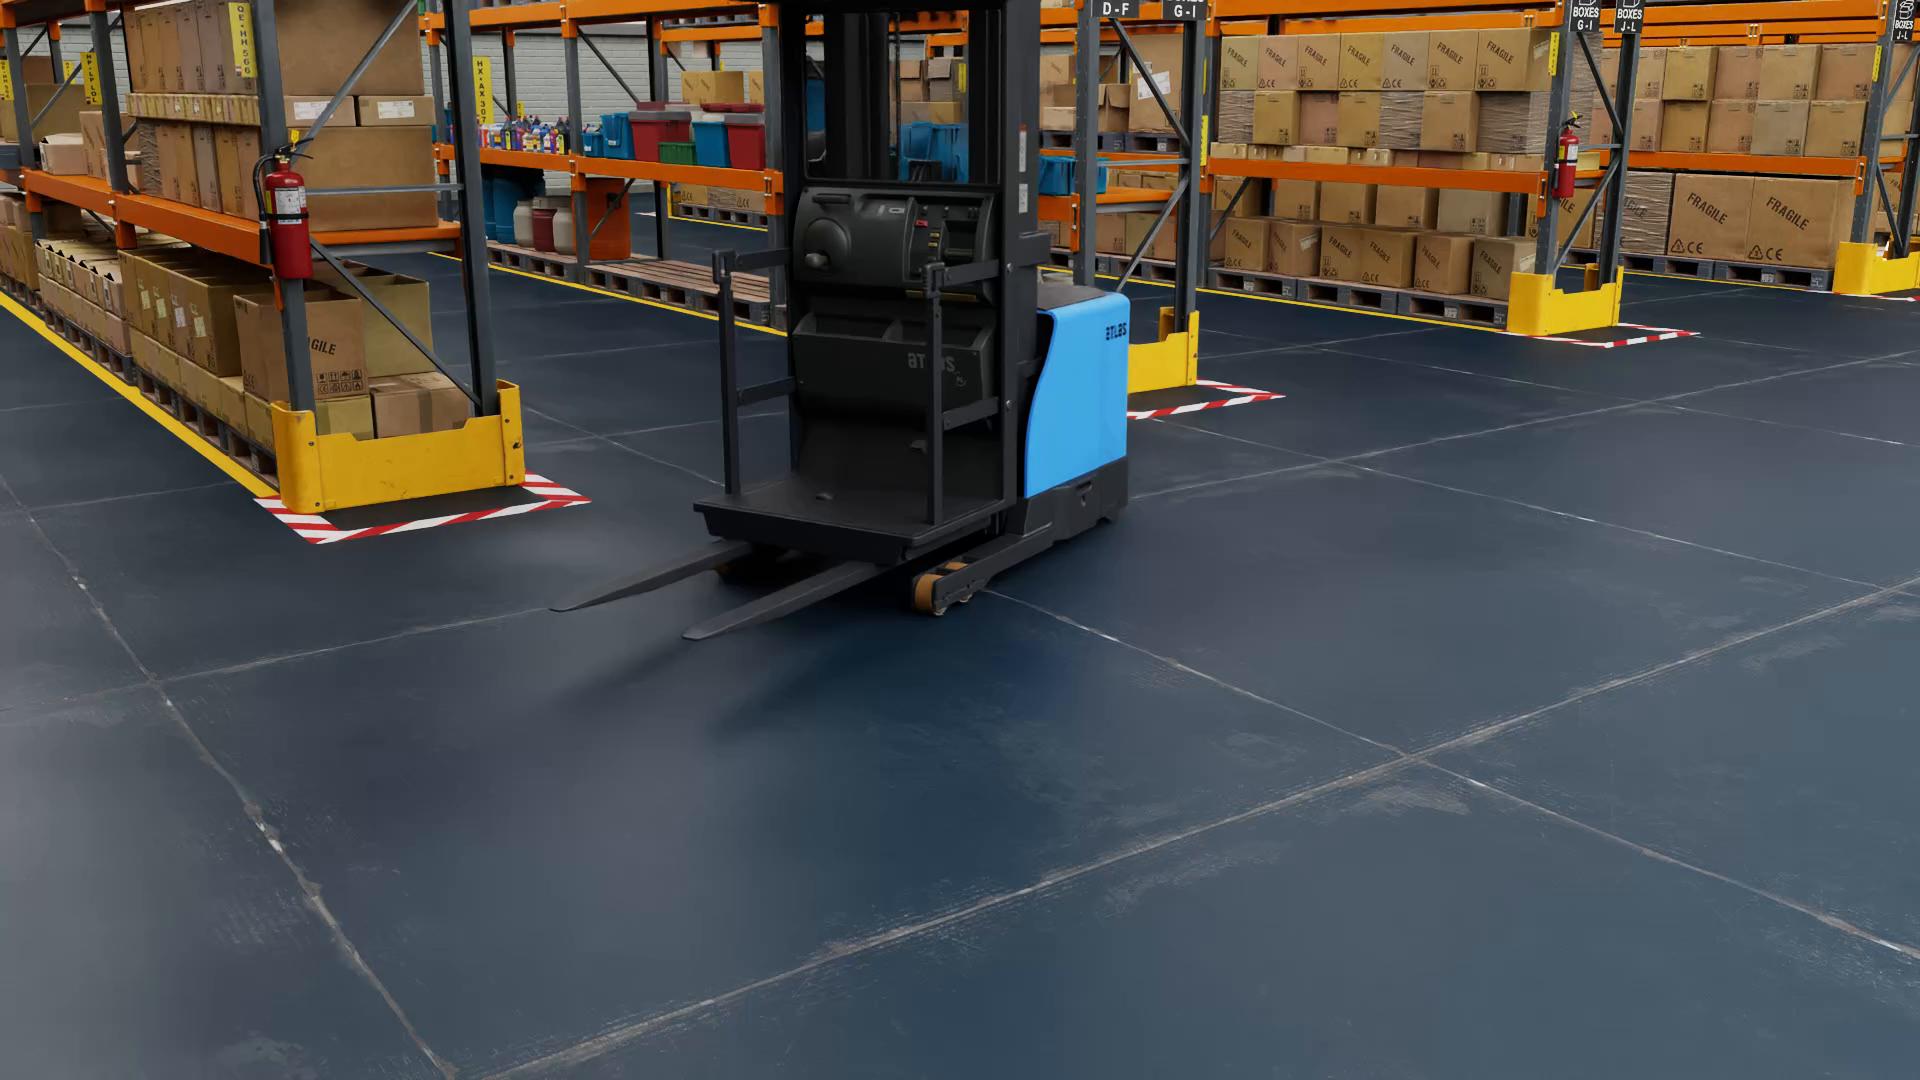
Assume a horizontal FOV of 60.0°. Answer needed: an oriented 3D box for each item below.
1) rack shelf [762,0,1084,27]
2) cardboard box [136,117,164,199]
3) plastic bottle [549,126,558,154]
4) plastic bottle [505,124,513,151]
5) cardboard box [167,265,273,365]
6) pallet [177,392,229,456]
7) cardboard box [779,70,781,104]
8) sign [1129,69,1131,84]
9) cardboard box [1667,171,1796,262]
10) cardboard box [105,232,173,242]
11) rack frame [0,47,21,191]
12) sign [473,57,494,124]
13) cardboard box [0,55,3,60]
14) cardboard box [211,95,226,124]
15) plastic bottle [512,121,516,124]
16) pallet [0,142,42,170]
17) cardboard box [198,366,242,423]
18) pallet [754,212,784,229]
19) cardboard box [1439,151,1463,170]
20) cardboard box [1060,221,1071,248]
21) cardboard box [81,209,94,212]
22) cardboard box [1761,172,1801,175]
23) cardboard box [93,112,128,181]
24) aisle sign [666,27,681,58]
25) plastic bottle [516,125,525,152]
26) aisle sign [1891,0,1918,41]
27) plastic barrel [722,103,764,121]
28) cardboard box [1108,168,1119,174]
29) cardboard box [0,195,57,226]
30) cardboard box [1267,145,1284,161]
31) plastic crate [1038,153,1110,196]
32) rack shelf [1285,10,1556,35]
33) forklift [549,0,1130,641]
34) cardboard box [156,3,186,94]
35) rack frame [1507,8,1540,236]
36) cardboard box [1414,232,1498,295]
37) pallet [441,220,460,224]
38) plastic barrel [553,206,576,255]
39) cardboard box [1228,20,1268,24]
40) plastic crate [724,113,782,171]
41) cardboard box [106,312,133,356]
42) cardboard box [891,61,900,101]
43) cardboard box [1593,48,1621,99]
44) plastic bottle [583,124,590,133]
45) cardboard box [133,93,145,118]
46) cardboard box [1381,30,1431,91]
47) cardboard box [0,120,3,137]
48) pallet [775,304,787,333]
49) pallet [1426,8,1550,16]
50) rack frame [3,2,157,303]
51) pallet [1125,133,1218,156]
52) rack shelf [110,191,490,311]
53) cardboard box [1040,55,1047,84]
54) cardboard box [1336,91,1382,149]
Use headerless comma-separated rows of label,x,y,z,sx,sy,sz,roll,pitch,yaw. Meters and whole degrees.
rack shelf,-0.001,-3.994,12.167,1.077,0.370,4.000,-11,19,-35
cardboard box,-4.920,-2.507,10.866,0.700,0.500,0.500,-11,19,-36
plastic bottle,-4.247,-4.188,17.418,0.061,0.283,0.133,-11,19,-35
plastic bottle,-4.971,-4.451,18.378,0.061,0.283,0.133,-11,19,-35
cardboard box,-4.283,-1.323,9.722,0.500,0.500,0.500,-11,19,-35
pallet,-4.031,-0.771,9.993,1.003,0.211,1.213,-11,19,-35
cardboard box,-2.361,-6.288,23.167,0.500,0.500,0.500,-10,18,-33
sign,2.644,-7.192,25.977,0.100,0.325,0.005,-11,19,-35
cardboard box,8.281,-3.484,17.852,0.875,0.875,0.875,-11,19,-35
cardboard box,-7.031,-2.480,14.307,0.500,0.311,0.500,-10,18,-33
rack frame,-12.242,-5.115,20.584,1.000,3.000,0.127,-11,19,-35
sign,-2.382,-2.239,8.286,0.100,0.325,0.005,-11,19,-35
cardboard box,-10.396,-4.860,17.566,0.500,0.500,0.500,-11,19,-34
cardboard box,-3.819,-2.332,8.997,0.380,0.149,0.250,-10,18,-33
plastic bottle,-5.388,-4.935,20.162,0.152,0.276,0.135,-11,19,-35
pallet,-7.993,-3.448,14.857,1.213,0.211,1.003,-11,19,-35
cardboard box,-3.987,-0.855,9.432,0.500,0.250,0.500,-11,19,-35
pallet,-2.258,-4.628,24.084,1.003,0.211,1.213,-11,19,-35
cardboard box,4.377,-3.298,14.420,0.380,0.149,0.250,-11,19,-35
cardboard box,1.563,-3.574,18.854,0.700,0.500,0.500,-9,18,-30
cardboard box,-9.368,-3.207,17.513,0.500,0.500,0.500,-11,19,-35
cardboard box,10.974,-4.698,22.052,0.500,0.500,0.500,-10,18,-32
cardboard box,-6.228,-2.987,12.619,0.500,0.500,0.500,-11,19,-34
aisle sign,-4.511,-7.875,25.742,0.394,0.787,0.004,-11,19,-35
plastic bottle,-4.784,-4.383,18.129,0.061,0.283,0.133,-11,19,-35
aisle sign,9.052,-5.176,15.881,0.394,0.787,0.004,-11,19,-35
plastic barrel,-1.993,-3.782,15.453,0.433,0.535,0.433,0,15,0
cardboard box,2.418,-5.706,25.262,0.500,0.250,0.500,-12,19,-37
cardboard box,-8.919,-3.168,15.949,0.500,0.250,0.500,-11,19,-36
cardboard box,3.173,-3.720,15.960,0.380,0.149,0.250,-11,19,-35
plastic crate,0.639,-2.456,11.148,0.499,0.251,0.616,-11,19,-35
rack shelf,5.725,-6.365,20.830,1.077,0.370,4.000,-11,19,-35
forklift,-0.387,-1.256,6.612,1.130,2.935,3.031,9,18,30
cardboard box,-4.328,-2.918,9.910,0.700,0.500,0.500,-11,19,-35
rack frame,6.901,-4.838,19.571,1.000,3.000,0.127,-11,19,-35
cardboard box,4.448,-2.491,14.934,0.500,0.500,0.500,-6,16,-20
pallet,-7.066,-4.096,22.142,1.003,0.211,1.213,-11,19,-35
plastic barrel,-4.235,-3.386,18.184,0.421,0.512,0.421,0,15,0
cardboard box,4.008,-7.270,22.584,0.500,0.500,0.500,-11,19,-35
plastic crate,-1.709,-3.408,14.224,0.402,0.464,0.583,-11,19,-35
cardboard box,-5.664,-1.473,11.688,0.500,0.250,0.500,-11,19,-35
cardboard box,-0.720,-5.916,21.421,0.797,0.503,0.637,-10,18,-33
cardboard box,7.507,-5.248,18.738,0.875,0.550,0.550,-11,19,-35
plastic bottle,-4.164,-4.515,18.612,0.061,0.283,0.133,-11,19,-35
cardboard box,-5.037,-2.773,10.608,0.380,0.149,0.250,-11,19,-34
cardboard box,4.067,-4.202,14.599,0.500,0.500,0.500,-11,19,-35
cardboard box,-9.336,-4.239,16.398,0.700,0.500,0.500,-8,17,-26
pallet,-0.816,-1.826,13.848,1.003,0.211,1.213,-11,19,-35
pallet,6.322,-6.381,19.887,0.805,0.209,1.217,-12,19,-37
rack frame,-7.538,-3.407,14.342,1.000,3.000,0.127,-11,19,-35
pallet,2.498,-4.183,17.541,1.003,0.211,1.213,-11,19,-35
rack shelf,-4.010,-1.779,9.756,1.077,0.370,4.000,-11,19,-35
cardboard box,1.394,-7.388,26.242,0.500,0.500,0.500,-12,19,-36
cardboard box,3.945,-3.859,15.242,0.875,0.500,0.500,-11,19,-35
